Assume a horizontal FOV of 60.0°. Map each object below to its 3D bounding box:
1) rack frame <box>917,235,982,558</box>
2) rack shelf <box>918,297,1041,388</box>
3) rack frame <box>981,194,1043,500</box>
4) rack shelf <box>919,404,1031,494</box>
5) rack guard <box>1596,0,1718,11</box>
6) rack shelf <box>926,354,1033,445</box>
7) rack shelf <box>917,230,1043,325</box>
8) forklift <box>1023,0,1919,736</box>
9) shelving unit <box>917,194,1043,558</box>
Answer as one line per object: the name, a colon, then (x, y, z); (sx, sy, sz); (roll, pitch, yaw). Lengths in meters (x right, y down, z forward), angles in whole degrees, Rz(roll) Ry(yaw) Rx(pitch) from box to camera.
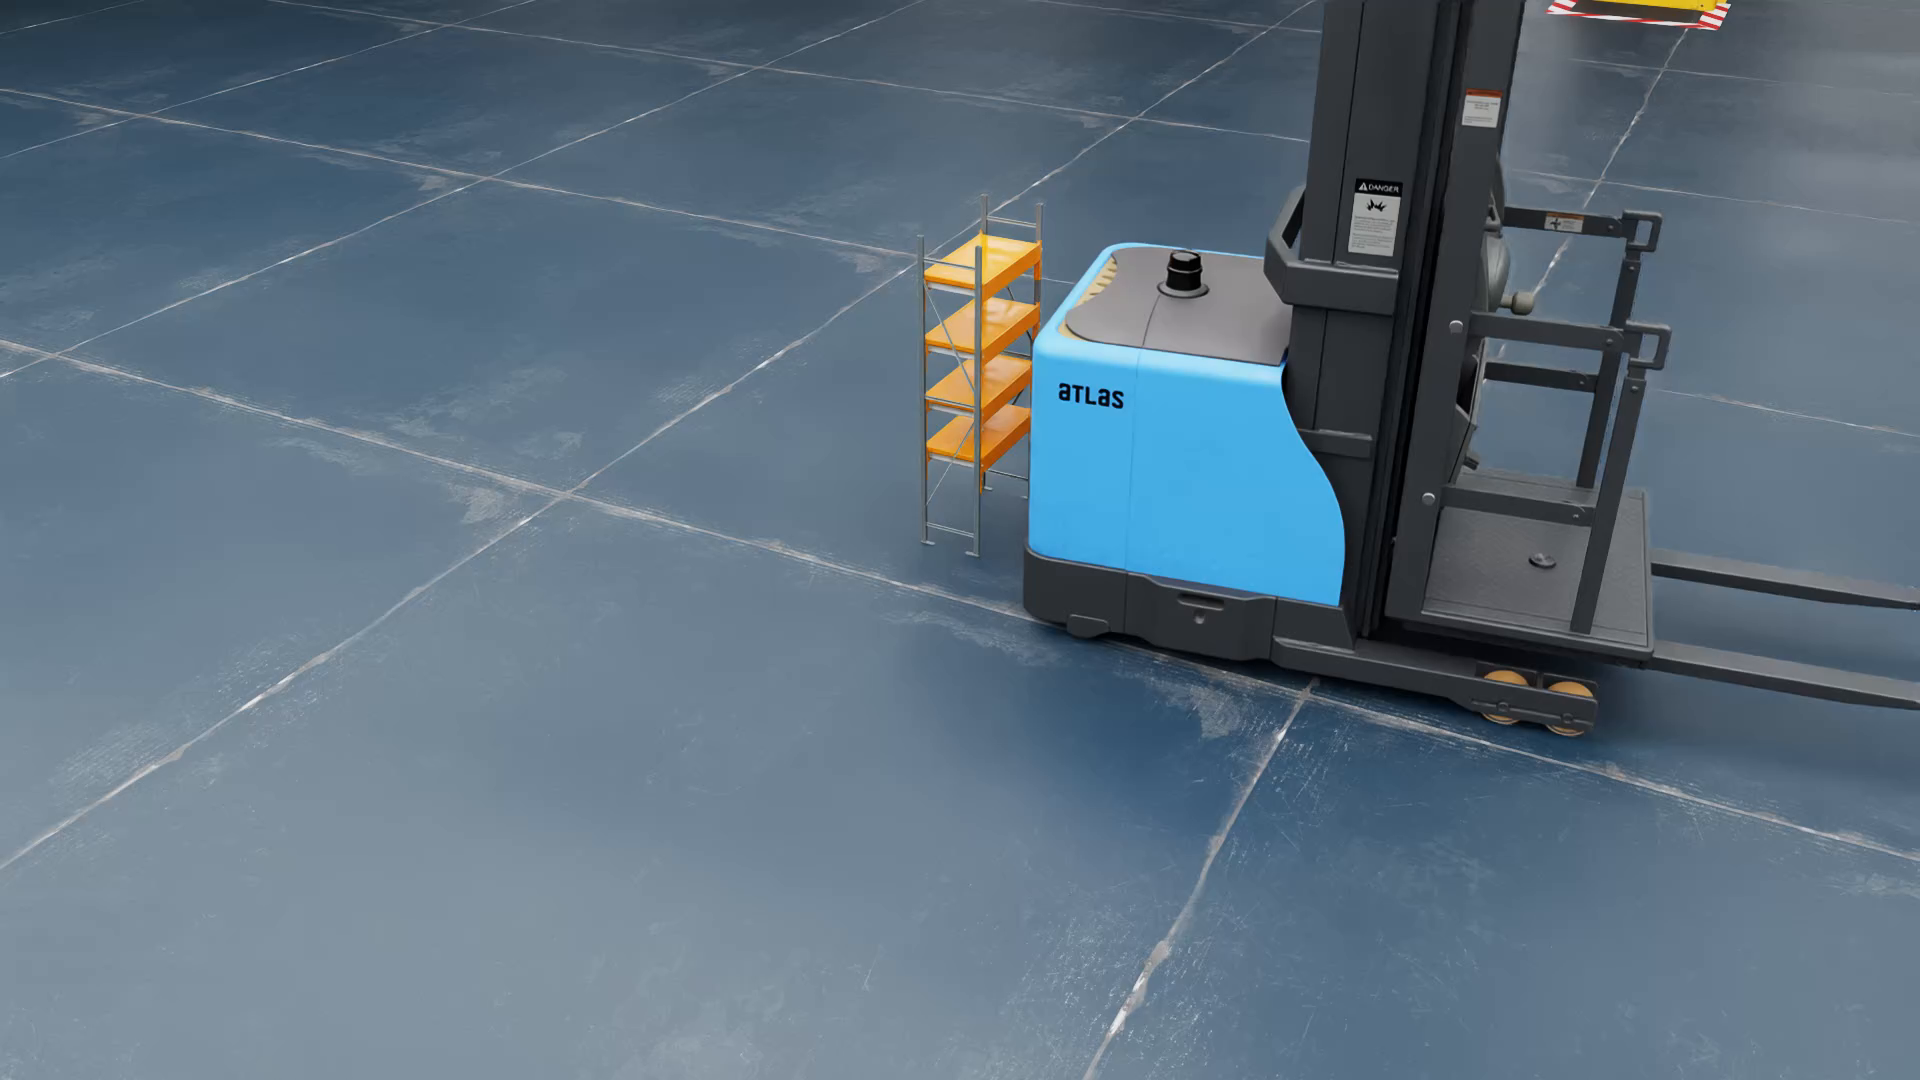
rack frame: (-0.036, -0.486, 5.891); (0.240, 1.200, 0.015); (14, 33, 23)
rack shelf: (0.075, -0.729, 6.001); (0.258, 0.148, 0.480); (14, 33, 23)
rack frame: (0.187, -0.702, 6.267); (0.240, 1.200, 0.015); (14, 33, 23)
rack shelf: (0.075, -0.363, 6.211); (0.258, 0.148, 0.480); (14, 33, 23)
rack guard: (5.890, -4.866, 14.222); (1.175, 0.500, 0.348); (14, 33, 23)
rack shelf: (0.075, -0.535, 6.112); (0.258, 0.148, 0.480); (14, 33, 23)
rack shelf: (0.075, -0.934, 5.883); (0.258, 0.148, 0.480); (14, 33, 23)
forklift: (1.790, -0.959, 4.976); (3.031, 2.935, 1.130); (10, 31, 16)
shelving unit: (0.075, -0.594, 6.079); (0.258, 1.200, 0.503); (14, 33, 23)
